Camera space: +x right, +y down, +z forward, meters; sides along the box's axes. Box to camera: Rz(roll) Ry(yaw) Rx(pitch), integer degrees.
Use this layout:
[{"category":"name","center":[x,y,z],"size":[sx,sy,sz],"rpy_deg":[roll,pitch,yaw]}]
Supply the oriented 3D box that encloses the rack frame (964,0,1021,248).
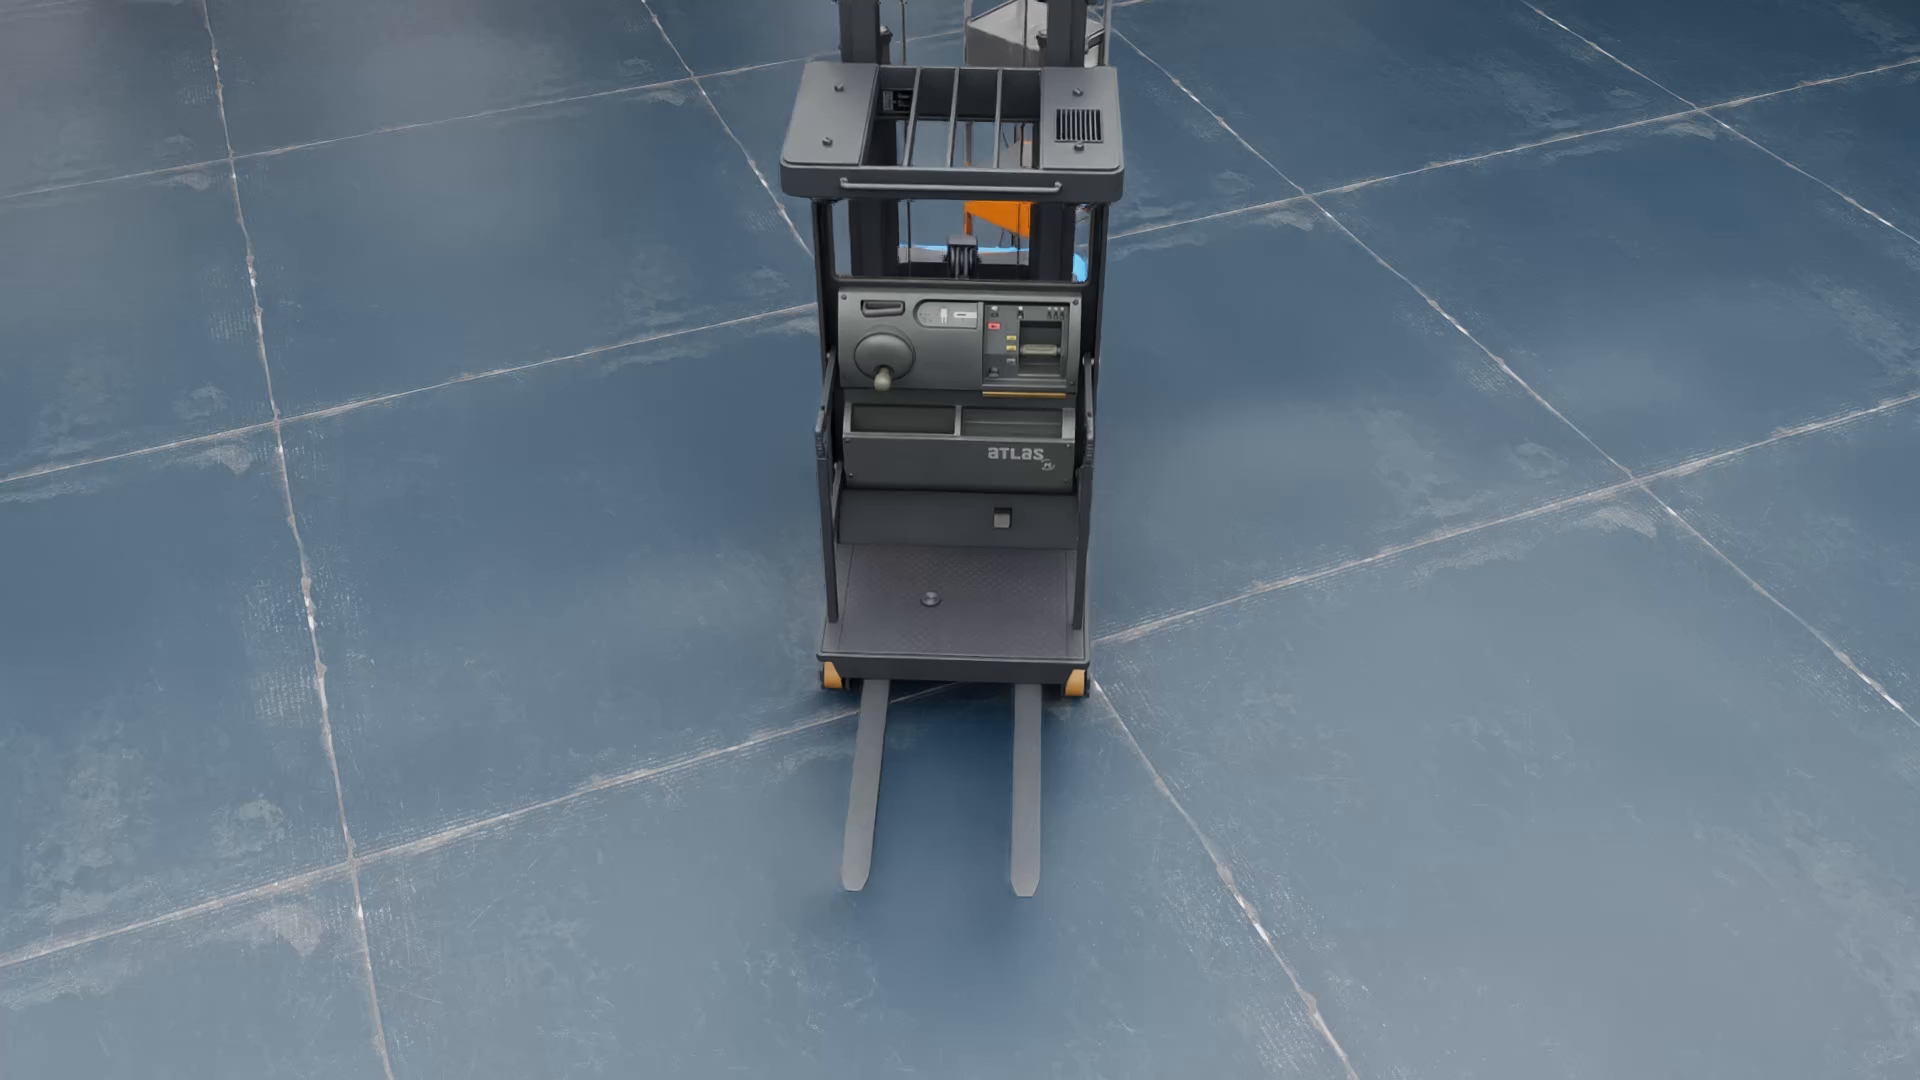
[{"category":"rack frame","center":[0.154,-1.674,8.005],"size":[0.015,2.100,0.400],"rpy_deg":[30,49,30]}]

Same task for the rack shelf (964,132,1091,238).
[{"category":"rack shelf","center":[0.338,-1.559,7.892],"size":[0.480,0.518,0.431],"rpy_deg":[30,49,30]}]

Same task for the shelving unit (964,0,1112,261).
[{"category":"shelving unit","center":[0.338,-1.569,7.883],"size":[0.503,2.100,0.431],"rpy_deg":[30,49,30]}]

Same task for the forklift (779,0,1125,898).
[{"category":"forklift","center":[-0.010,-0.679,6.211],"size":[1.130,2.935,3.031],"rpy_deg":[2,41,2]}]

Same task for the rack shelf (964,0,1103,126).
[{"category":"rack shelf","center":[0.338,-2.090,7.436],"size":[0.480,0.518,0.431],"rpy_deg":[30,49,30]}]

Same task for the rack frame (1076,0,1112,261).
[{"category":"rack frame","center":[0.522,-1.465,7.762],"size":[0.015,2.100,0.400],"rpy_deg":[30,49,30]}]
